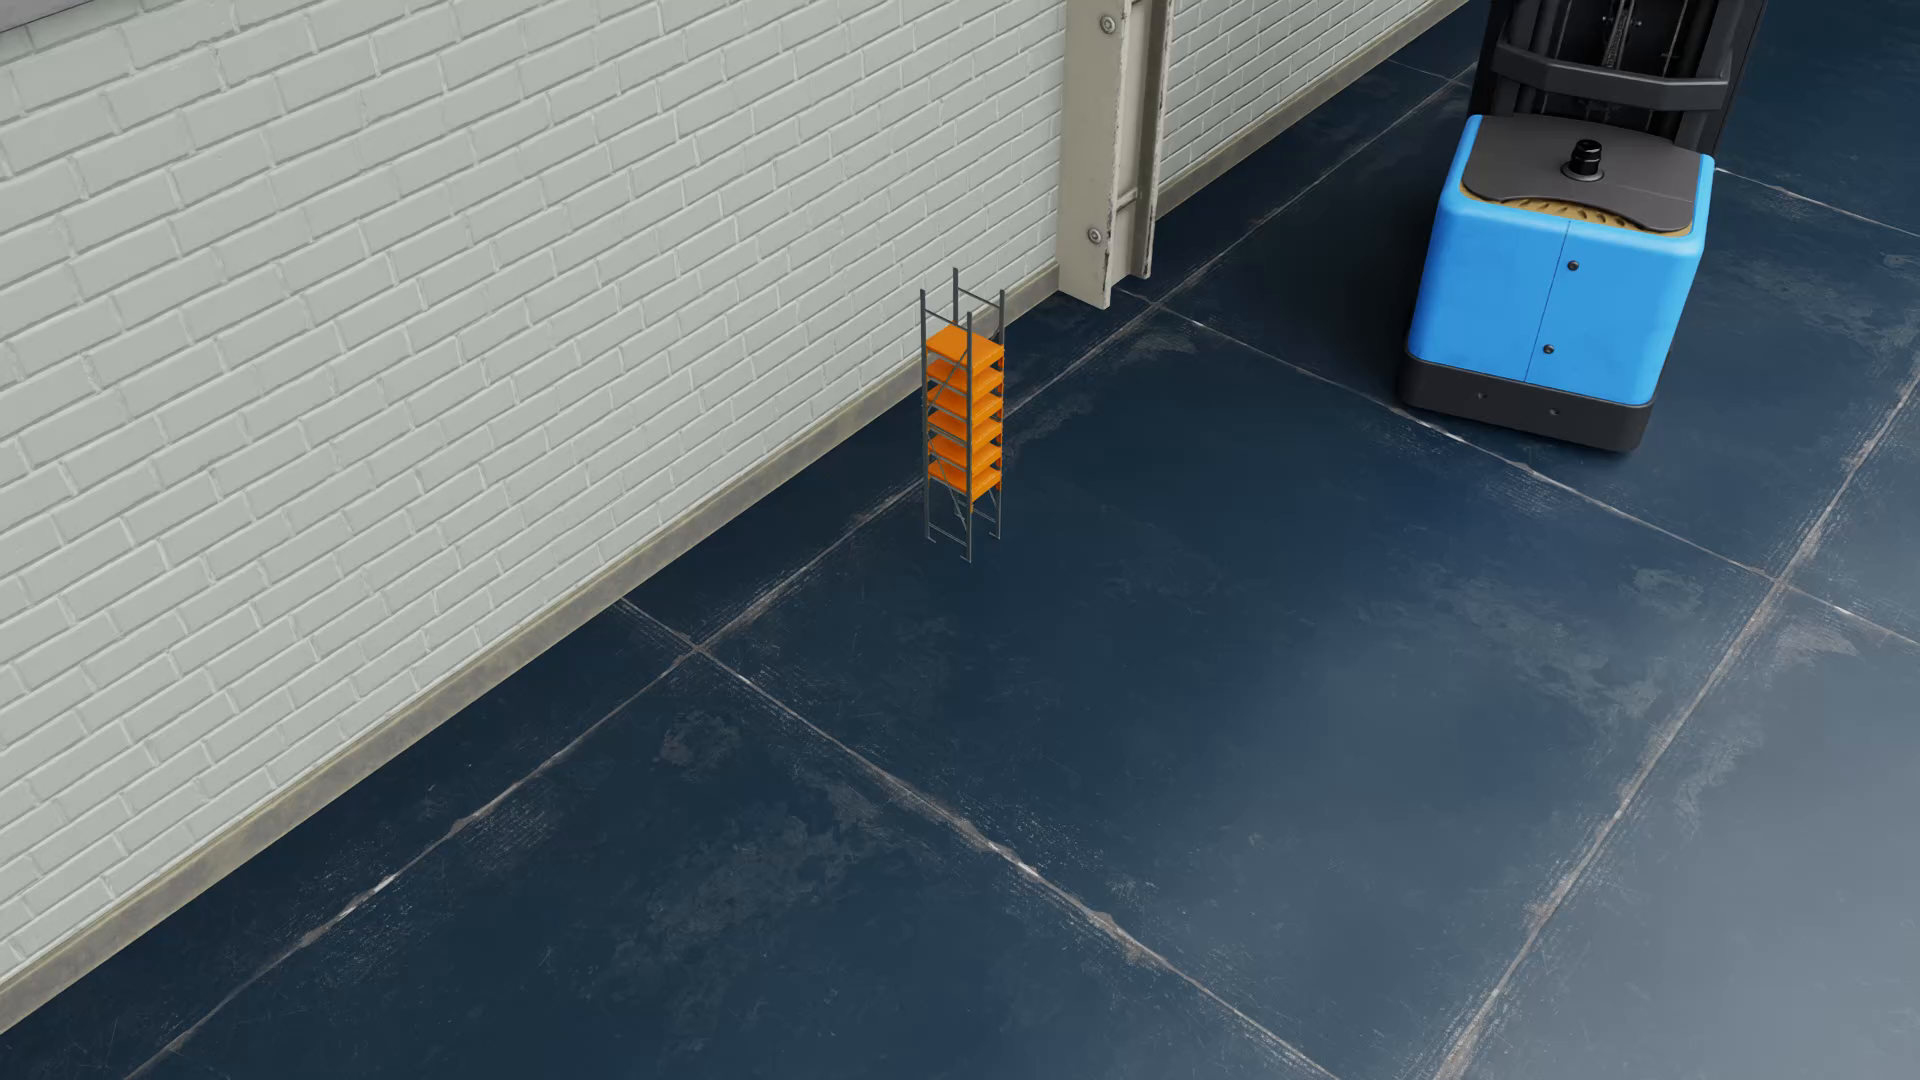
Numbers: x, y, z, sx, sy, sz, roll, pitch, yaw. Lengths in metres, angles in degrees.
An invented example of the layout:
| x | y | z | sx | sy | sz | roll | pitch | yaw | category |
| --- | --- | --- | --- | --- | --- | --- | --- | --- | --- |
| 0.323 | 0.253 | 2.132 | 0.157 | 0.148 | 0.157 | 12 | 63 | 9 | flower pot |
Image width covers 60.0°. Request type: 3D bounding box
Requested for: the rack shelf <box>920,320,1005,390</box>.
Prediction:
| x | y | z | sx | sy | sz | roll | pitch | yaw | category |
| --- | --- | --- | --- | --- | --- | --- | --- | --- | --- |
| 0.009 | -0.685 | 6.142 | 0.258 | 0.103 | 0.180 | 29 | 50 | 28 | rack shelf |

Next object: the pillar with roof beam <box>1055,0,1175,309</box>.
| x | y | z | sx | sy | sz | roll | pitch | yaw | category |
| --- | --- | --- | --- | --- | --- | --- | --- | --- | --- |
| 3.991 | -2.735 | 3.069 | 9.100 | 9.000 | 0.400 | 29 | 50 | 28 | pillar with roof beam |

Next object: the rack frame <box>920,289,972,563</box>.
| x | y | z | sx | sy | sz | roll | pitch | yaw | category |
| --- | --- | --- | --- | --- | --- | --- | --- | --- | --- |
| -0.050 | -0.404 | 6.303 | 0.240 | 1.200 | 0.006 | 29 | 50 | 28 | rack frame |

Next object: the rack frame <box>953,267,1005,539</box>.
| x | y | z | sx | sy | sz | roll | pitch | yaw | category |
| --- | --- | --- | --- | --- | --- | --- | --- | --- | --- |
| 0.068 | -0.498 | 6.406 | 0.240 | 1.200 | 0.006 | 29 | 50 | 28 | rack frame |

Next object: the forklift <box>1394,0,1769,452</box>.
| x | y | z | sx | sy | sz | roll | pitch | yaw | category |
| --- | --- | --- | --- | --- | --- | --- | --- | --- | --- |
| 2.937 | -2.459 | 7.275 | 1.130 | 2.935 | 3.031 | 15 | 44 | 16 | forklift |

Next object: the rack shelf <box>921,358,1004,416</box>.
| x | y | z | sx | sy | sz | roll | pitch | yaw | category |
| --- | --- | --- | --- | --- | --- | --- | --- | --- | --- |
| 0.009 | -0.596 | 6.223 | 0.258 | 0.103 | 0.180 | 29 | 50 | 28 | rack shelf |

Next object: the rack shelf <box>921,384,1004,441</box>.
| x | y | z | sx | sy | sz | roll | pitch | yaw | category |
| --- | --- | --- | --- | --- | --- | --- | --- | --- | --- |
| 0.009 | -0.507 | 6.304 | 0.258 | 0.103 | 0.180 | 29 | 50 | 28 | rack shelf |

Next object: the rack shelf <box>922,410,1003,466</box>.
| x | y | z | sx | sy | sz | roll | pitch | yaw | category |
| --- | --- | --- | --- | --- | --- | --- | --- | --- | --- |
| 0.009 | -0.419 | 6.384 | 0.258 | 0.103 | 0.180 | 29 | 50 | 28 | rack shelf |

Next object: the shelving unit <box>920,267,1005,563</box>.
| x | y | z | sx | sy | sz | roll | pitch | yaw | category |
| --- | --- | --- | --- | --- | --- | --- | --- | --- | --- |
| 0.009 | -0.451 | 6.355 | 0.258 | 1.200 | 0.189 | 29 | 50 | 28 | shelving unit |

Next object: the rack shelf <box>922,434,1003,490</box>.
| x | y | z | sx | sy | sz | roll | pitch | yaw | category |
| --- | --- | --- | --- | --- | --- | --- | --- | --- | --- |
| 0.009 | -0.330 | 6.465 | 0.258 | 0.103 | 0.180 | 29 | 50 | 28 | rack shelf |

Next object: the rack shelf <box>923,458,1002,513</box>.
| x | y | z | sx | sy | sz | roll | pitch | yaw | category |
| --- | --- | --- | --- | --- | --- | --- | --- | --- | --- |
| 0.009 | -0.241 | 6.546 | 0.258 | 0.103 | 0.180 | 29 | 50 | 28 | rack shelf |
